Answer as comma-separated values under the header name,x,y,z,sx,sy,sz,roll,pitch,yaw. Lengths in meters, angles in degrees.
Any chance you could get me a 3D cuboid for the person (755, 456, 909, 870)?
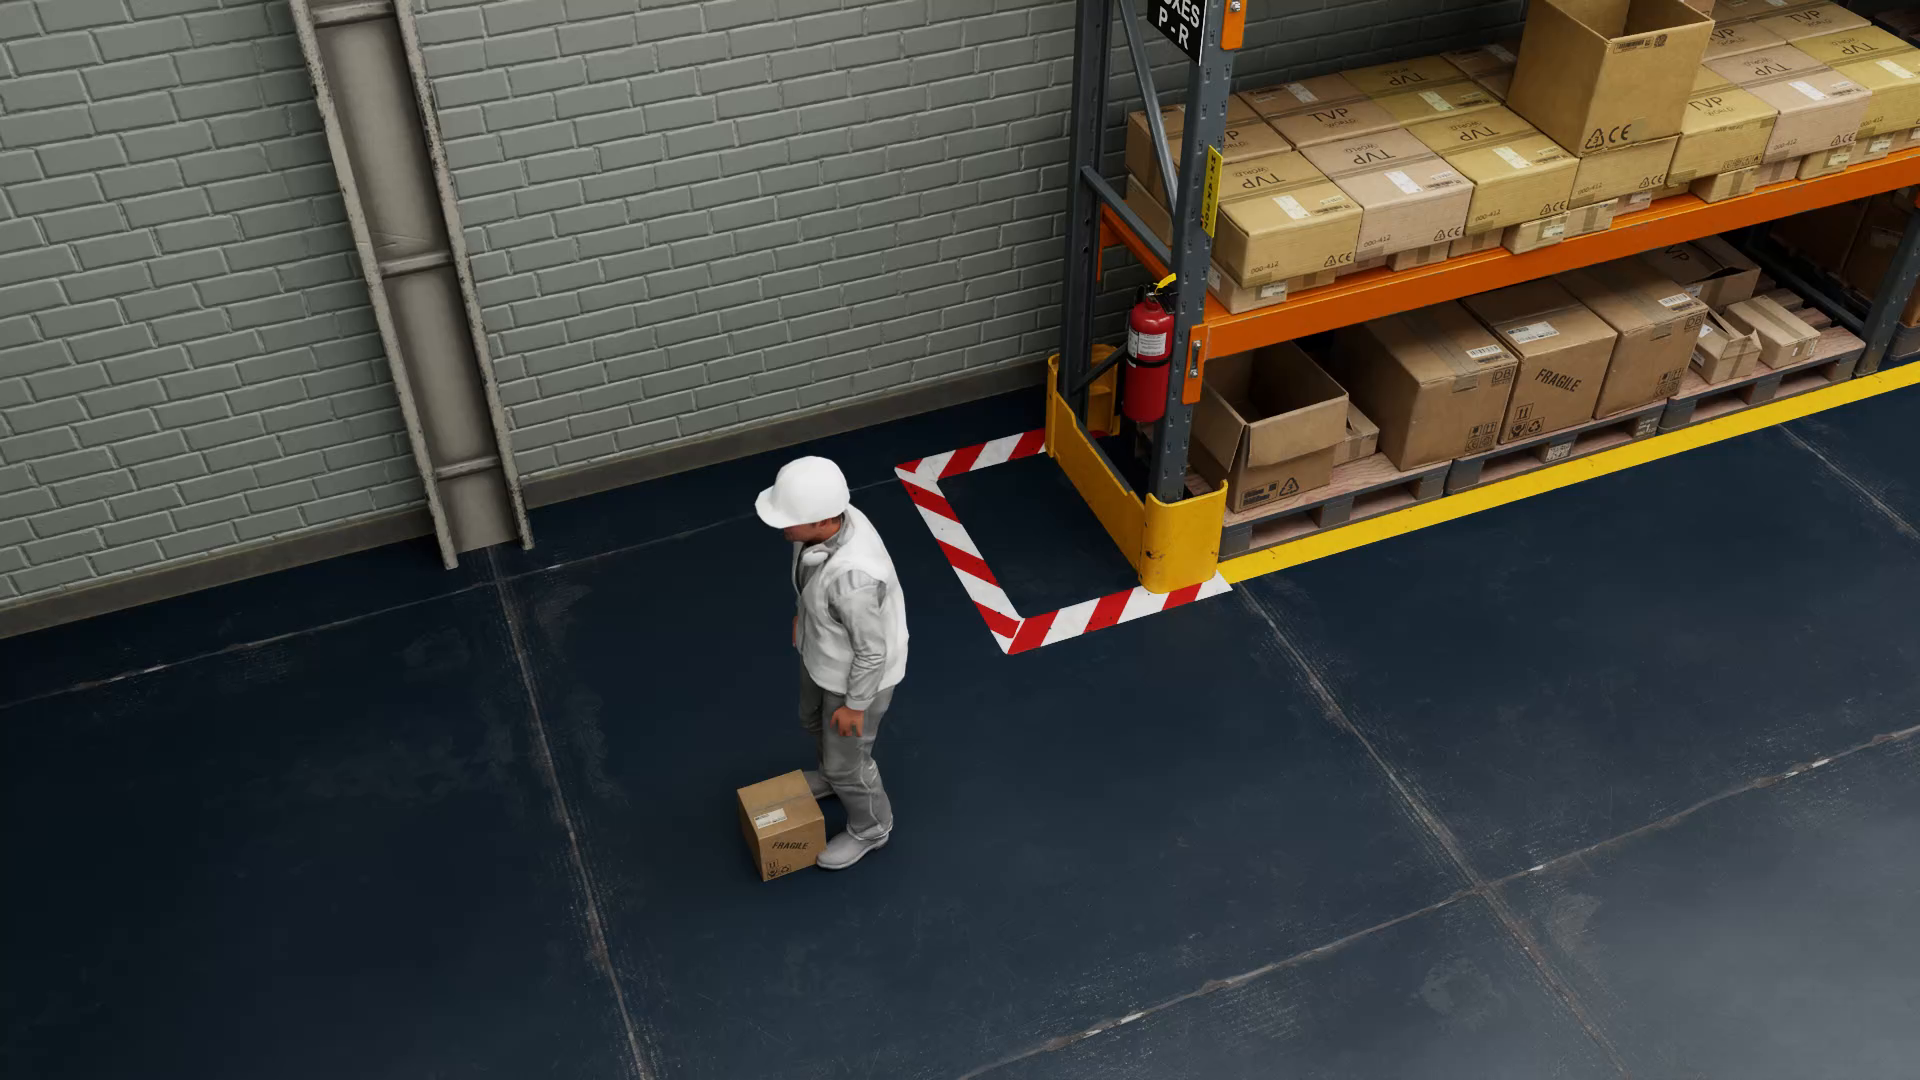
name,x,y,z,sx,sy,sz,roll,pitch,yaw
person,-0.417,0.402,5.684,0.460,1.771,0.581,-15,44,-16
